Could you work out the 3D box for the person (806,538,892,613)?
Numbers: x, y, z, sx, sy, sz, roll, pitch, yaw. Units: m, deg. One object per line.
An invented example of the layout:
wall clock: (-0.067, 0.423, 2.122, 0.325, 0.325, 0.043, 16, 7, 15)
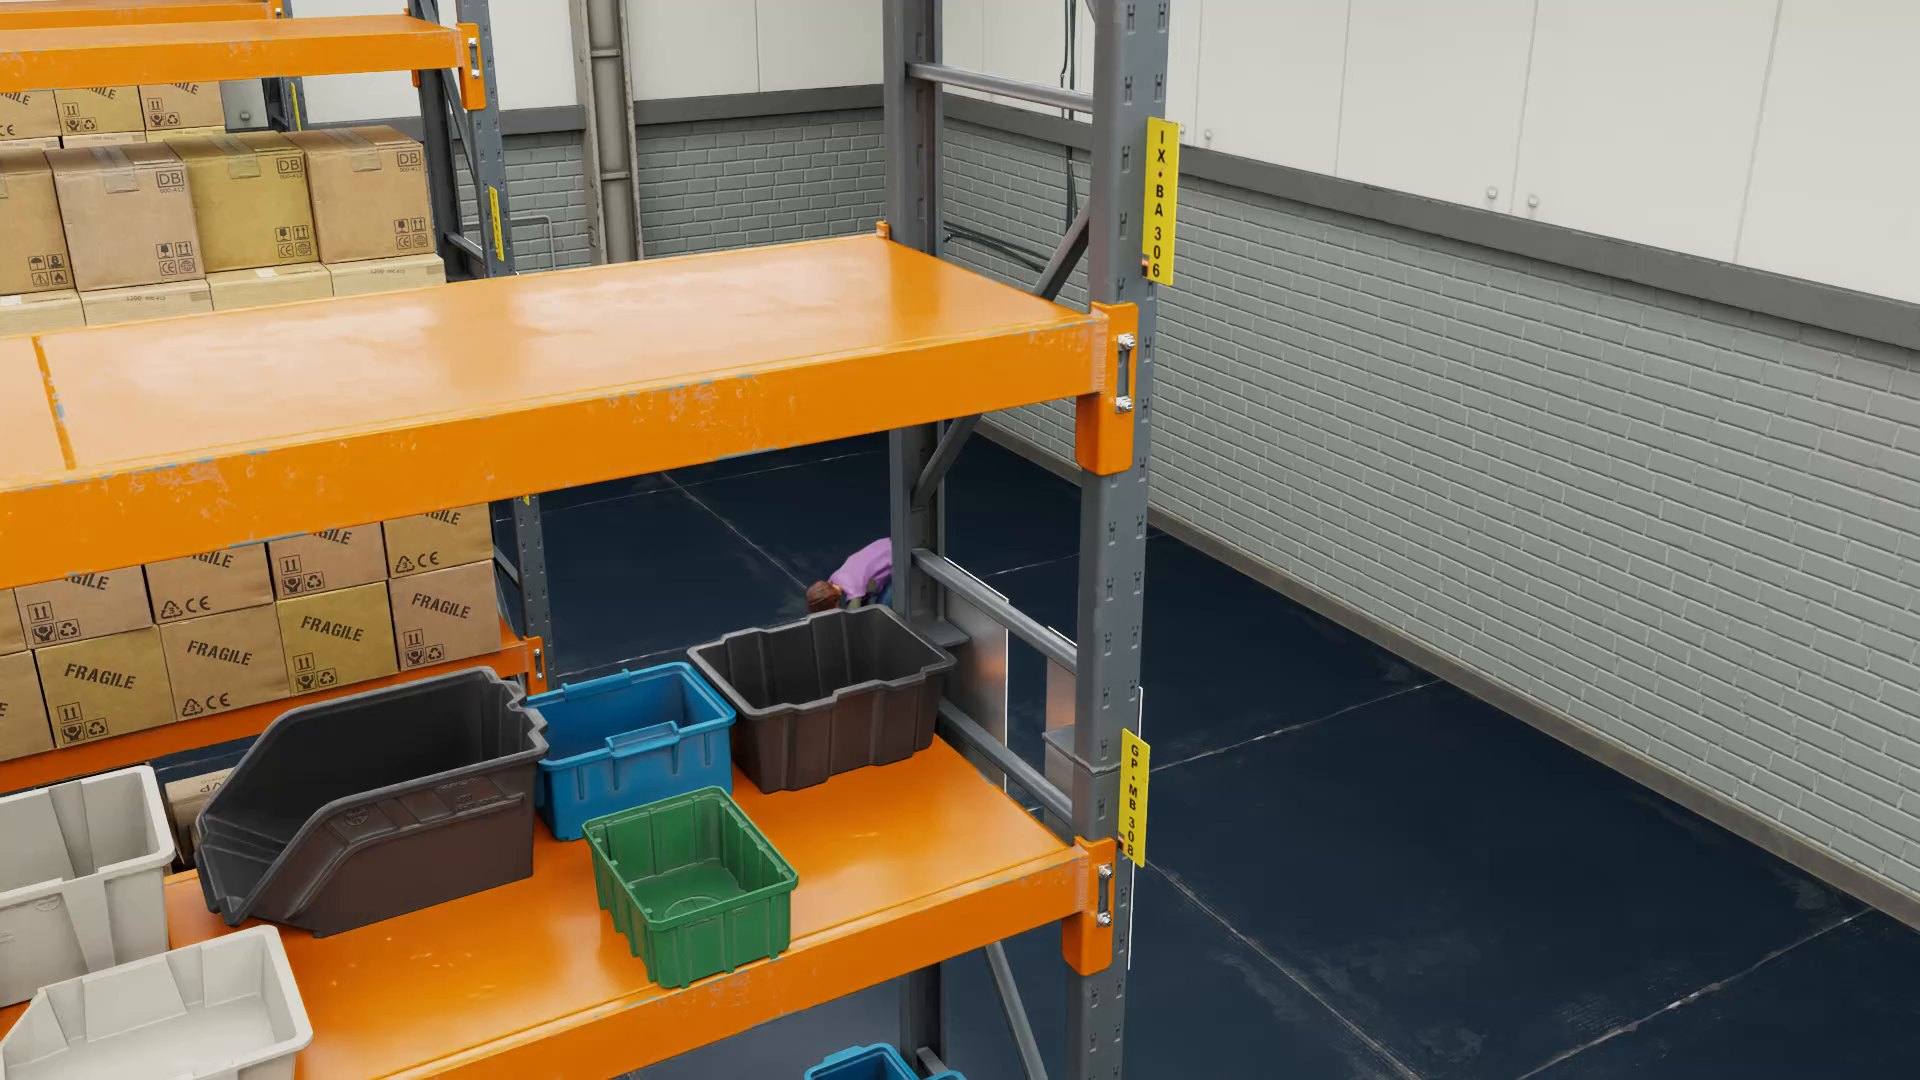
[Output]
person: (-0.624, 0.449, 10.975, 0.854, 0.860, 0.427, -14, 26, -31)
